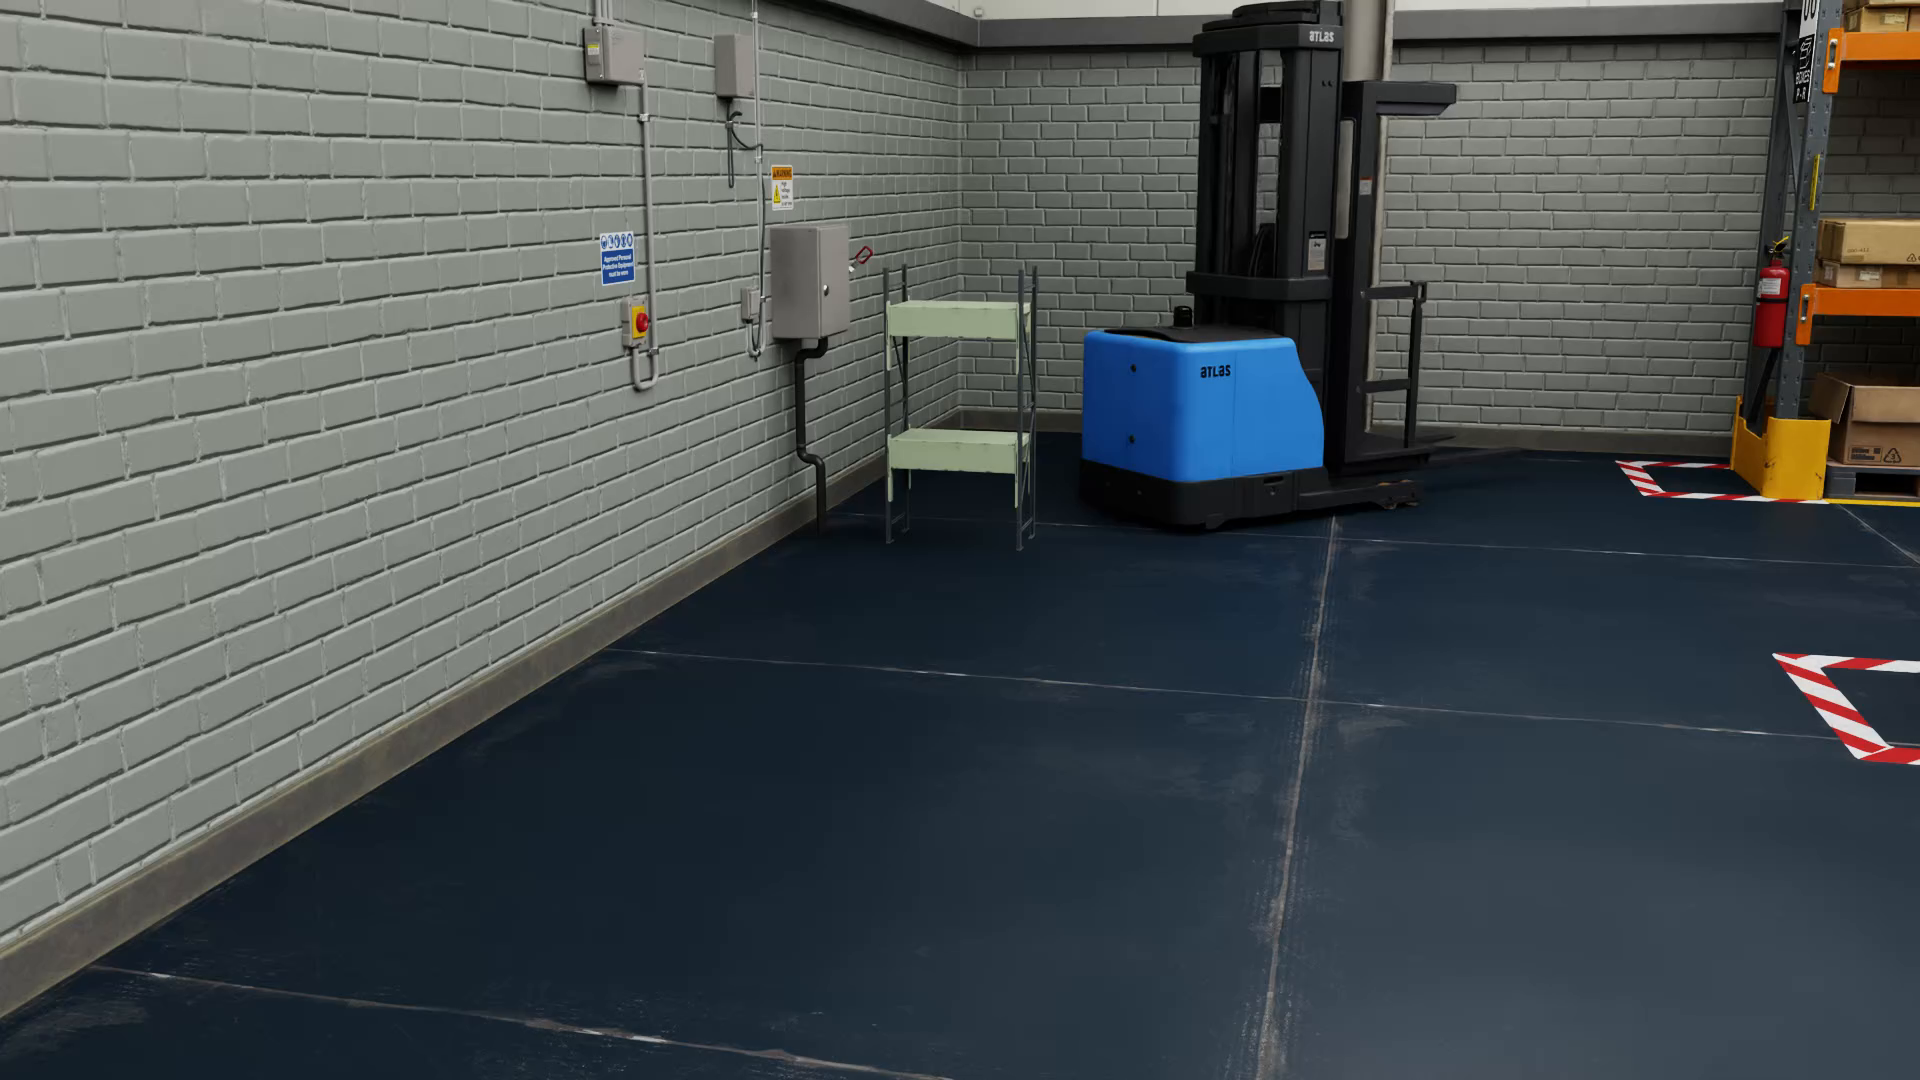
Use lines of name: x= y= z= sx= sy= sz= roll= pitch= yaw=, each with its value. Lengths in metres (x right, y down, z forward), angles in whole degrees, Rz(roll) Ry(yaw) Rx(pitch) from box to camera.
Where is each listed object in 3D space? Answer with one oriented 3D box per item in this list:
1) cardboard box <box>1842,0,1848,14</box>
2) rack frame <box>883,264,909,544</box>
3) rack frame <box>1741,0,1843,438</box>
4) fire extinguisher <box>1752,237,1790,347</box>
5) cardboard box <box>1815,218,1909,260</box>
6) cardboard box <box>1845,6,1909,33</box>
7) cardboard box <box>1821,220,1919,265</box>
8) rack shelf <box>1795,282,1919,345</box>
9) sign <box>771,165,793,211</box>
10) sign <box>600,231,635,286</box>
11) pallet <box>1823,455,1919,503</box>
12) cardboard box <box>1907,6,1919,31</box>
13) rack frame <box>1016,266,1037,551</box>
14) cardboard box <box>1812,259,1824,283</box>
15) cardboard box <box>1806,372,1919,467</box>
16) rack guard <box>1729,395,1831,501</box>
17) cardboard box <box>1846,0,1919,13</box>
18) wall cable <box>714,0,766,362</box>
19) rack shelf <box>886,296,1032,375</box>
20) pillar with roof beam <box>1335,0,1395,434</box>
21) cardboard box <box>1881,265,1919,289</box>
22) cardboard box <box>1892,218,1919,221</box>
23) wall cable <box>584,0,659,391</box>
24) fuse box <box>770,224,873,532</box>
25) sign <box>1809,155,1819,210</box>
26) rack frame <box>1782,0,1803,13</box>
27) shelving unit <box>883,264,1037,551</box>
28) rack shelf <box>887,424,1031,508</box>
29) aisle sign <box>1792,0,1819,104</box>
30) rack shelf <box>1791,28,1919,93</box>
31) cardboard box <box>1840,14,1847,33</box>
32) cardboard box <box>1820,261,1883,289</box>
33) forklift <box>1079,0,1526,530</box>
cardboard box: x=5.764 y=-3.413 z=10.424 sx=0.500 sy=0.250 sz=0.500 roll=3 pitch=13 yaw=13
rack frame: x=-0.349 y=-0.751 z=9.155 sx=0.023 sy=1.500 sz=0.400 roll=3 pitch=13 yaw=14
rack frame: x=5.267 y=-1.842 z=10.611 sx=0.127 sy=3.000 sz=1.000 roll=3 pitch=13 yaw=14
fire extinguisher: x=5.014 y=-1.533 z=10.256 sx=0.183 sy=0.674 sz=0.296 roll=3 pitch=13 yaw=14
cardboard box: x=5.778 y=-1.946 z=10.739 sx=0.500 sy=0.250 sz=0.500 roll=3 pitch=13 yaw=15
cardboard box: x=5.521 y=-3.118 z=10.018 sx=0.250 sy=0.149 sz=0.380 roll=3 pitch=13 yaw=15
cardboard box: x=5.643 y=-1.834 z=10.233 sx=0.500 sy=0.250 sz=0.500 roll=3 pitch=13 yaw=14
rack shelf: x=7.209 y=-1.387 z=10.221 sx=4.000 sy=0.370 sz=1.077 roll=3 pitch=13 yaw=14
sign: x=-0.968 y=-1.922 z=9.065 sx=0.001 sy=0.242 sz=0.339 roll=3 pitch=13 yaw=14
sign: x=-1.469 y=-1.211 z=7.141 sx=0.001 sy=0.218 sz=0.327 roll=3 pitch=13 yaw=14
pallet: x=6.115 y=-0.435 z=10.709 sx=1.213 sy=0.211 sz=1.003 roll=3 pitch=13 yaw=14
cardboard box: x=5.782 y=-3.110 z=9.982 sx=0.250 sy=0.149 sz=0.380 roll=3 pitch=13 yaw=15
rack frame: x=0.362 y=-0.713 z=8.984 sx=0.023 sy=1.500 sz=0.400 roll=3 pitch=13 yaw=14
cardboard box: x=5.653 y=-1.759 z=10.815 sx=0.250 sy=0.149 sz=0.380 roll=3 pitch=13 yaw=13
cardboard box: x=5.838 y=-0.777 z=10.603 sx=0.637 sy=0.503 sz=0.797 roll=3 pitch=13 yaw=11
rack guard: x=5.341 y=-0.618 z=10.864 sx=0.348 sy=0.500 sz=1.175 roll=3 pitch=13 yaw=14
cardboard box: x=5.633 y=-3.298 z=9.907 sx=0.500 sy=0.250 sz=0.500 roll=3 pitch=13 yaw=13
wall cable: x=-1.070 y=-1.881 z=8.439 sx=0.122 sy=1.984 sz=0.588 roll=3 pitch=13 yaw=14
rack shelf: x=0.006 y=-1.113 z=8.985 sx=0.720 sy=0.370 sz=0.431 roll=3 pitch=13 yaw=14
pillar with roof beam: x=1.834 y=-4.195 z=7.366 sx=0.400 sy=9.000 sz=9.100 roll=3 pitch=13 yaw=14
cardboard box: x=5.779 y=-1.641 z=10.285 sx=0.250 sy=0.149 sz=0.380 roll=3 pitch=13 yaw=15
cardboard box: x=6.278 y=-1.919 z=10.617 sx=0.500 sy=0.250 sz=0.500 roll=3 pitch=13 yaw=14
wall cable: x=-1.398 y=-1.597 z=7.088 sx=0.123 sy=1.953 sz=0.585 roll=3 pitch=13 yaw=14
fuse box: x=-0.753 y=-0.891 z=9.298 sx=0.414 sy=1.711 sz=0.539 roll=3 pitch=13 yaw=14
sign: x=5.138 y=-2.150 z=10.003 sx=0.005 sy=0.325 sz=0.100 roll=3 pitch=13 yaw=14
rack frame: x=5.267 y=-4.771 z=9.961 sx=0.127 sy=3.000 sz=1.000 roll=3 pitch=13 yaw=14
shelving unit: x=0.006 y=-0.732 z=9.070 sx=0.755 sy=1.500 sz=0.431 roll=3 pitch=13 yaw=14
rack shelf: x=0.006 y=-0.414 z=9.140 sx=0.720 sy=0.370 sz=0.431 roll=3 pitch=13 yaw=14
aisle sign: x=5.131 y=-3.053 z=10.067 sx=0.004 sy=0.787 sz=0.394 roll=3 pitch=13 yaw=14
rack shelf: x=7.209 y=-2.851 z=9.896 sx=4.000 sy=0.370 sz=1.077 roll=3 pitch=13 yaw=14
cardboard box: x=5.633 y=-3.216 z=10.457 sx=0.250 sy=0.149 sz=0.380 roll=3 pitch=13 yaw=15
cardboard box: x=5.521 y=-1.645 z=10.301 sx=0.250 sy=0.149 sz=0.380 roll=3 pitch=13 yaw=13
forklift: x=2.247 y=-1.703 z=10.144 sx=3.031 sy=2.935 sz=1.130 roll=-7 pitch=15 yaw=-30
